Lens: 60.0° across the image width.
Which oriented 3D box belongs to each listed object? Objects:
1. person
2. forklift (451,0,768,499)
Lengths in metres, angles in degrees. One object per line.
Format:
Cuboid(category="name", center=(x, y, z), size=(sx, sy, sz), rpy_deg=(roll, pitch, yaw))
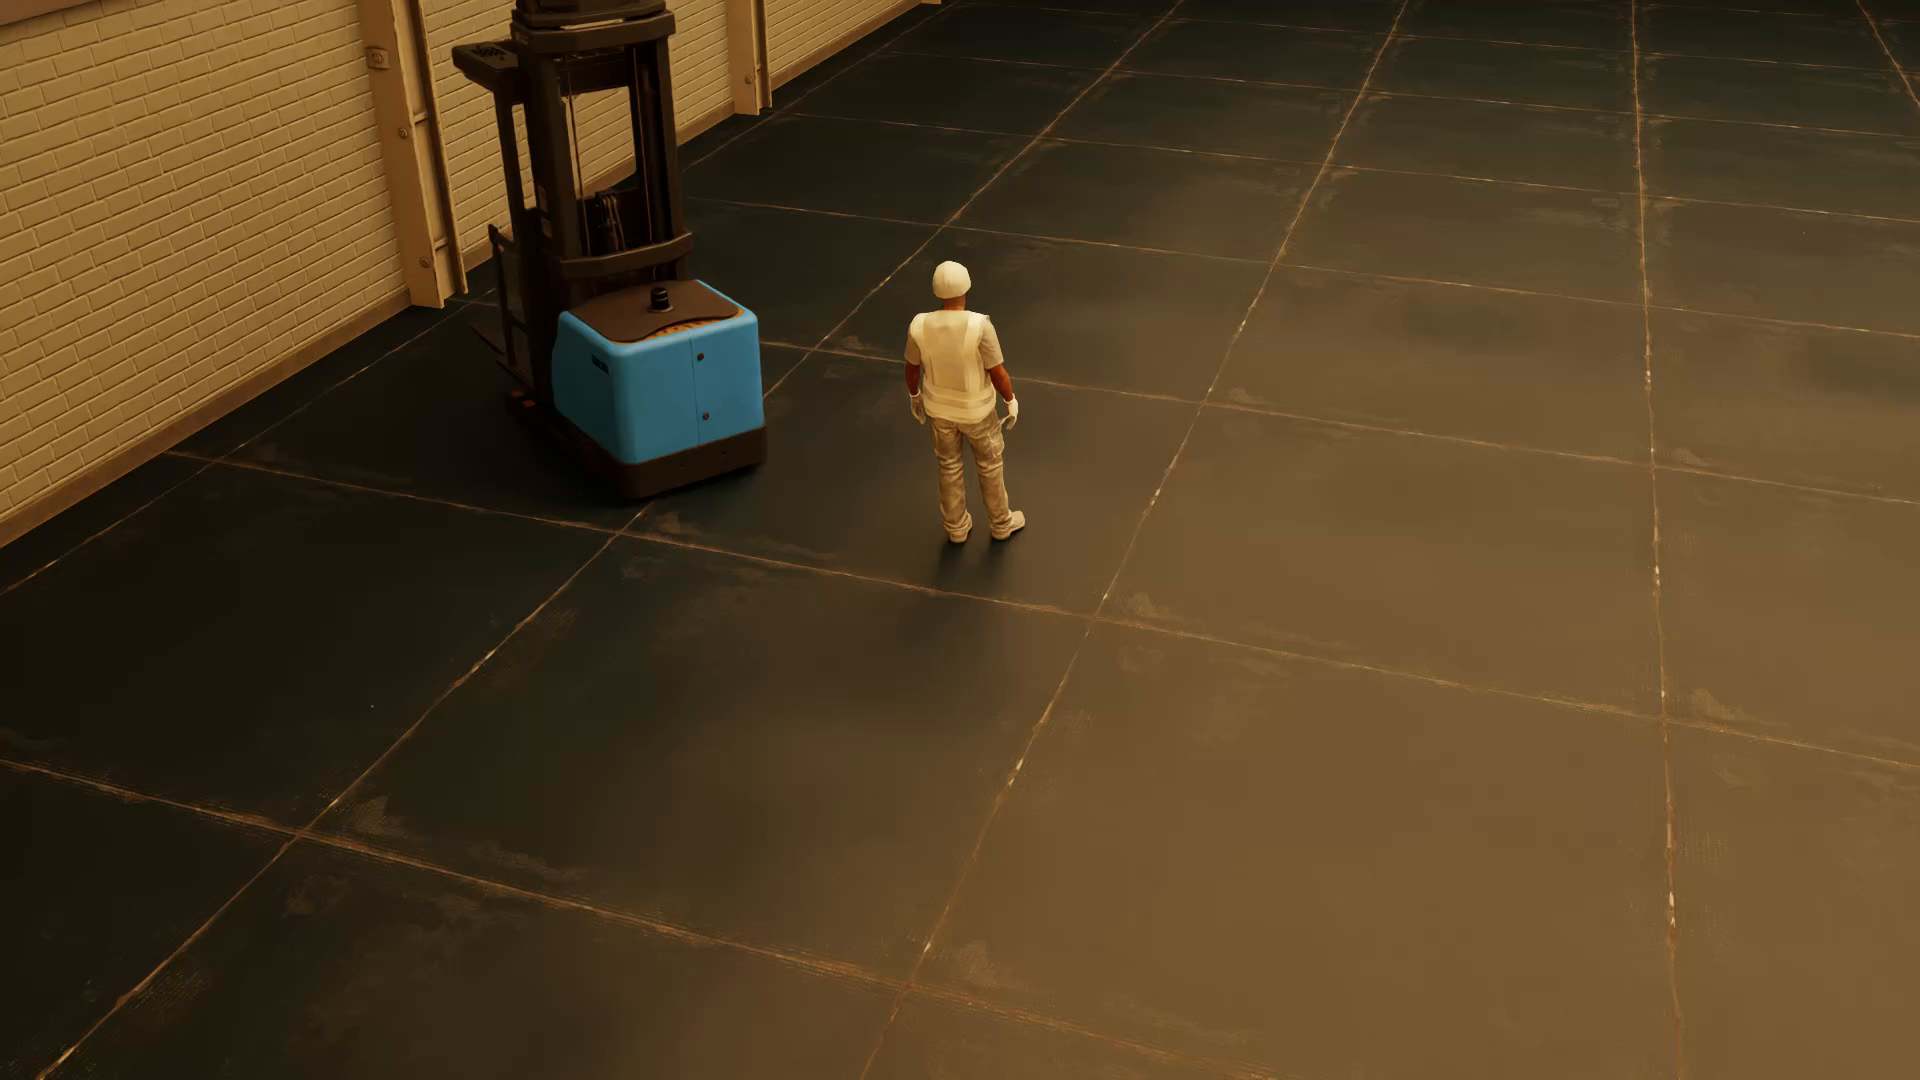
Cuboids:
Cuboid(category="person", center=(0.032, -0.813, 9.707), size=(0.656, 1.782, 0.577), rpy_deg=(10, 31, 16))
Cuboid(category="forklift", center=(-2.533, -2.205, 11.004), size=(1.130, 2.935, 3.031), rpy_deg=(-20, 35, -31))
